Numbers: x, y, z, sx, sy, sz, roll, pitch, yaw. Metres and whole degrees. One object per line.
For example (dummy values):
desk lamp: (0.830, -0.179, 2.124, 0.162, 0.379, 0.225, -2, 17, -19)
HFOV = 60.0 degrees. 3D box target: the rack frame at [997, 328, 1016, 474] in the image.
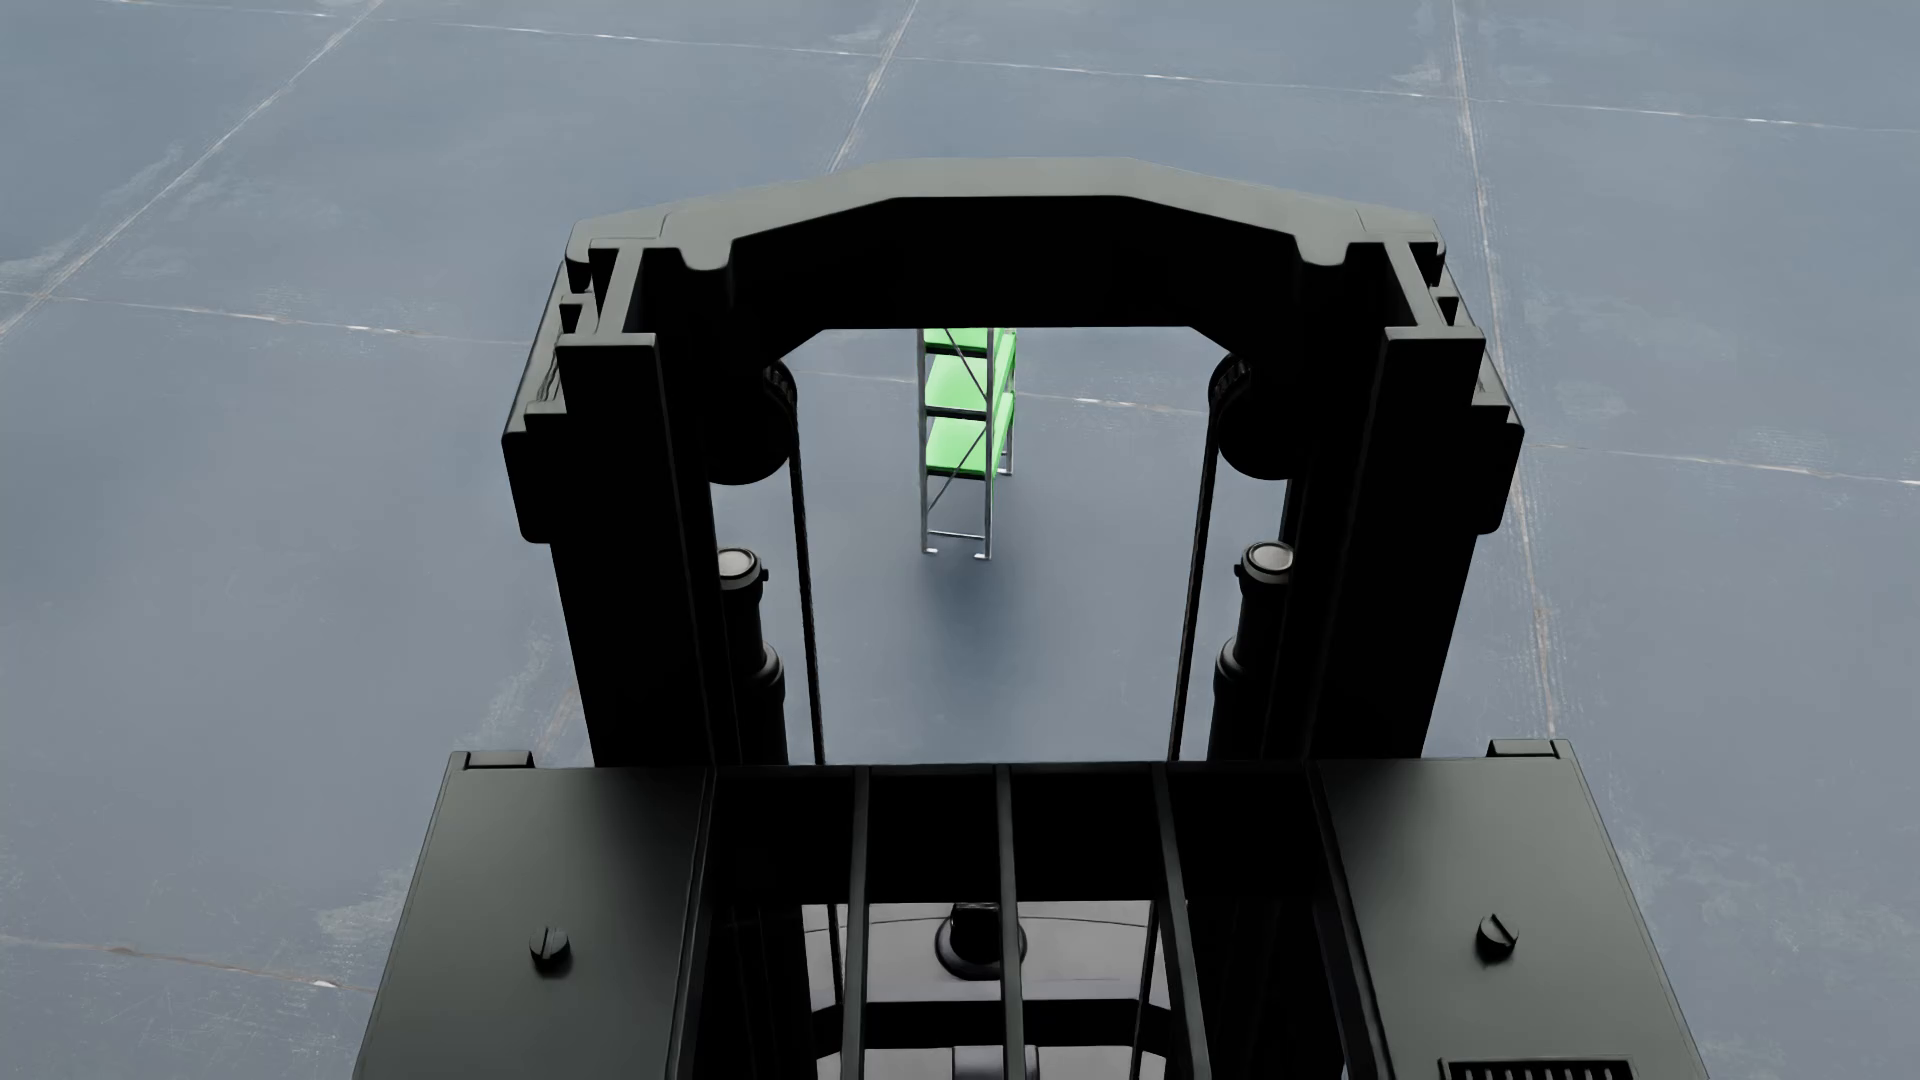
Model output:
rack frame: (0.071, -0.719, 5.679, 0.240, 1.200, 0.015, 6, 40, 8)

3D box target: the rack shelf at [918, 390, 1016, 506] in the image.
rack shelf: (0.029, -0.332, 5.687, 0.258, 0.148, 0.480, 6, 40, 8)

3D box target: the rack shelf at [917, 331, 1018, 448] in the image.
rack shelf: (0.029, -0.517, 5.534, 0.258, 0.148, 0.480, 6, 40, 8)

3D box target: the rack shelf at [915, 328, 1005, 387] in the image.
rack shelf: (0.029, -0.702, 5.381, 0.258, 0.148, 0.480, 6, 40, 8)

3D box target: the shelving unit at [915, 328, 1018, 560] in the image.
shelving unit: (0.029, -0.566, 5.493, 0.258, 1.200, 0.503, 6, 40, 8)

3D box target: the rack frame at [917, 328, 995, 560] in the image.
rack frame: (-0.014, -0.413, 5.308, 0.240, 1.200, 0.015, 6, 40, 8)
